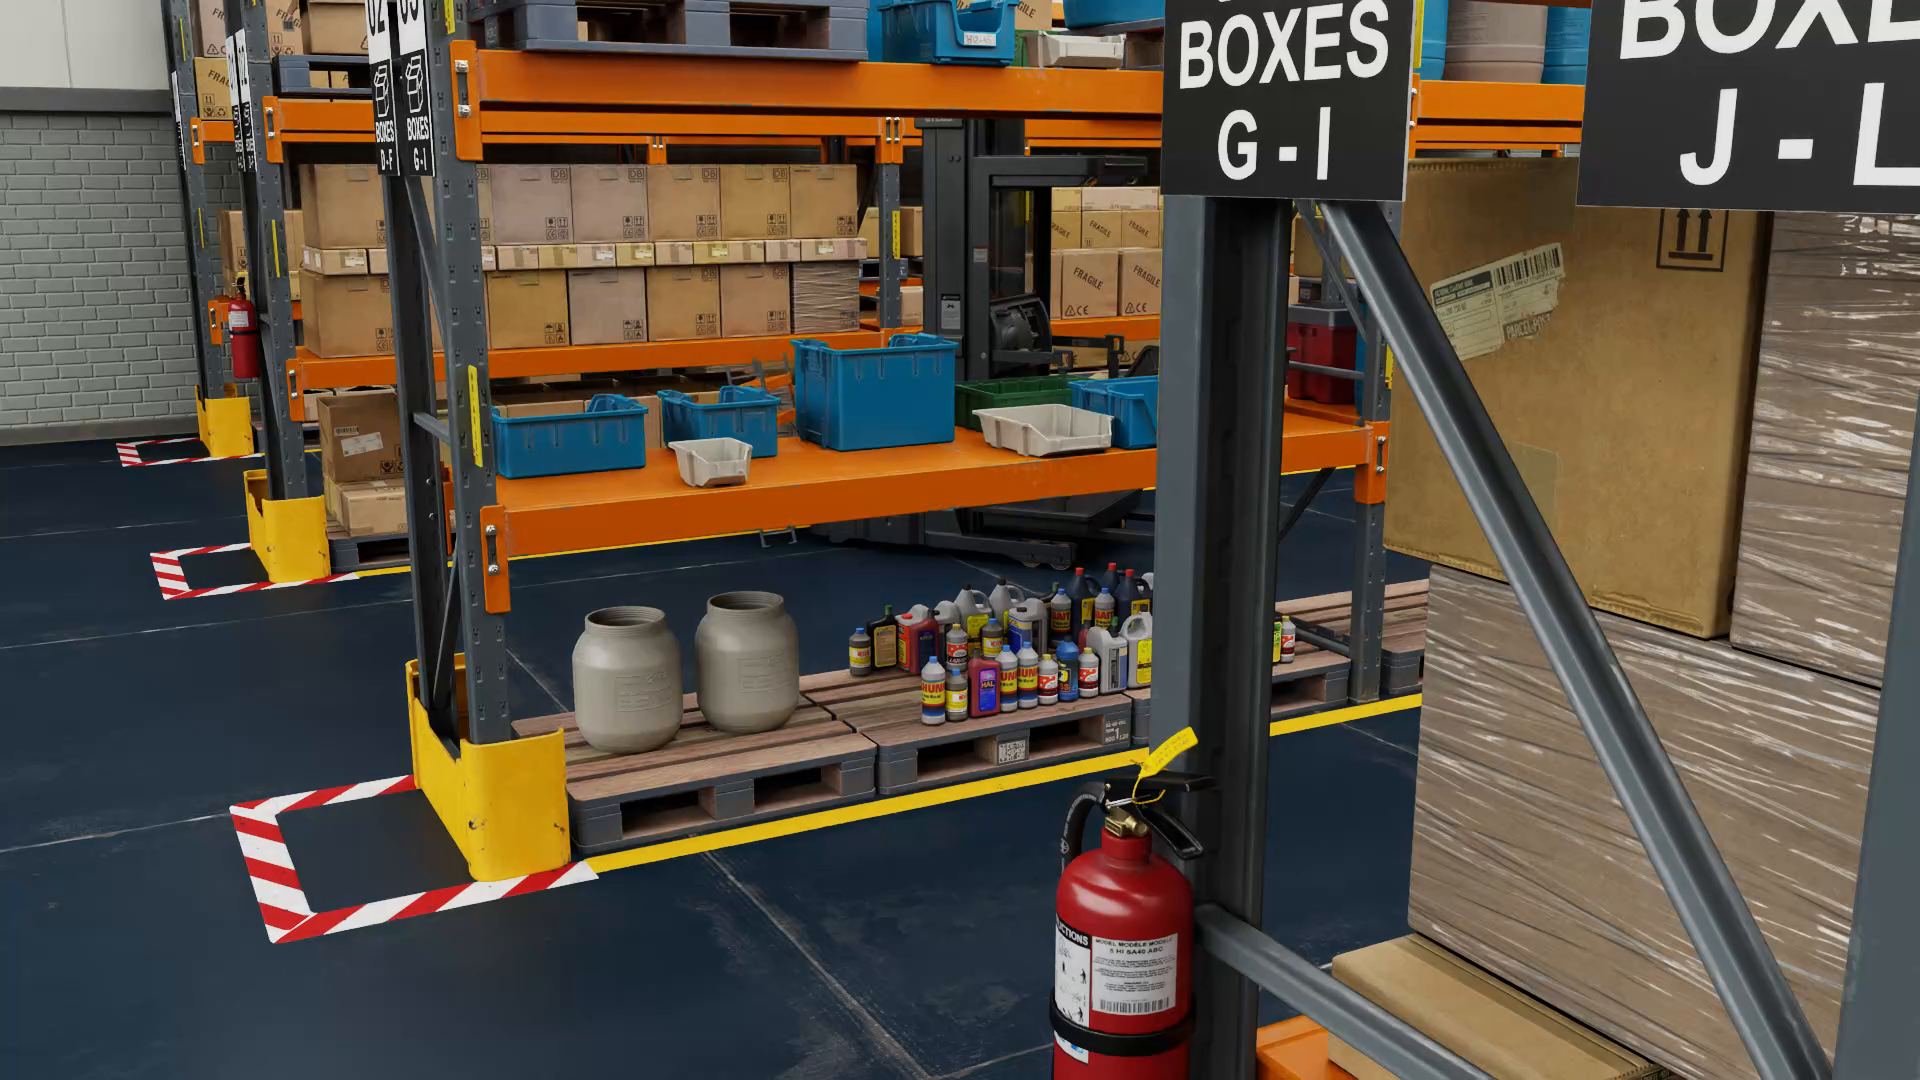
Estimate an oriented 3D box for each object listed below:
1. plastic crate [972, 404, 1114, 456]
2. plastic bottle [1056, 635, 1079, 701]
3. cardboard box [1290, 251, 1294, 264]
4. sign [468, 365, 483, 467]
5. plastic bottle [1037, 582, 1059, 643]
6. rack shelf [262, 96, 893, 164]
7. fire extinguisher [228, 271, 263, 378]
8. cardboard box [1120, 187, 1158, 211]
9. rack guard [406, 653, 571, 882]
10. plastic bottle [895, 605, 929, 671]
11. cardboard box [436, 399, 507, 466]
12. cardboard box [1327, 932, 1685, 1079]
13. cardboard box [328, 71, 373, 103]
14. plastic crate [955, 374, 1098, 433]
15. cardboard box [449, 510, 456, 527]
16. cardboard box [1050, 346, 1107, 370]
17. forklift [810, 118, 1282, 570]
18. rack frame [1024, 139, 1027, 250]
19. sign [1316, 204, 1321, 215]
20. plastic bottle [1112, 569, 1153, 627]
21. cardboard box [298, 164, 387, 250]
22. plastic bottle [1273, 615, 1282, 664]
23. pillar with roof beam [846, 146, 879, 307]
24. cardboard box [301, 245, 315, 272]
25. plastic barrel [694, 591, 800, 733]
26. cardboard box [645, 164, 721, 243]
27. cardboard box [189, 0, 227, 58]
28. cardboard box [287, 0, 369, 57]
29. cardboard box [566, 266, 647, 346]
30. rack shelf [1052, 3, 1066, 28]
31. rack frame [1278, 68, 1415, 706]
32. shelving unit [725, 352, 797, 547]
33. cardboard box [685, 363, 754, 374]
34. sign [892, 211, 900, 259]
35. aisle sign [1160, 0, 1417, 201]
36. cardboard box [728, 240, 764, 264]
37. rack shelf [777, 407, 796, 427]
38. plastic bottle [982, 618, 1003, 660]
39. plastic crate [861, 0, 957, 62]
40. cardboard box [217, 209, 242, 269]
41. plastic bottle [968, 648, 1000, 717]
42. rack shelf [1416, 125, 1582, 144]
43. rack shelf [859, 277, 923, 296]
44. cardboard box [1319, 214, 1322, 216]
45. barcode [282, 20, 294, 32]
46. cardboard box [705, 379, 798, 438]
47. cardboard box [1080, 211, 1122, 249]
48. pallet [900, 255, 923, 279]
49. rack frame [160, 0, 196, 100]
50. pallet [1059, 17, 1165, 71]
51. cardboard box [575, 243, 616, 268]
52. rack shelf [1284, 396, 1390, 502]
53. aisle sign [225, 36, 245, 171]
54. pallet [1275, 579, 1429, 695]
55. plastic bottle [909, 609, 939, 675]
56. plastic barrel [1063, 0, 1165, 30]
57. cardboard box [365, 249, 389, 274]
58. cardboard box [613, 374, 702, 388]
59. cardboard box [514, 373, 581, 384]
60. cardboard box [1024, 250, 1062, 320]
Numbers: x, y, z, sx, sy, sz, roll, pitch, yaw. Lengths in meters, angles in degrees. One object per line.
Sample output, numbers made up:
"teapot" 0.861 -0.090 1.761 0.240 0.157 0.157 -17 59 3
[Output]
"plastic crate" 0.358 -0.450 6.879 0.437 0.136 0.530 -7 14 -28
"plastic bottle" 0.458 0.540 7.090 0.097 0.271 0.097 0 13 0
"cardboard box" 3.776 -3.347 19.674 0.250 0.149 0.380 -7 14 -27
"sign" -1.589 -0.406 5.452 0.005 0.325 0.100 -7 14 -28
"plastic bottle" 0.424 0.346 7.924 0.133 0.283 0.061 -6 14 -25
"rack shelf" -2.464 -2.656 10.884 4.000 0.370 1.077 -7 14 -28
"fire extinguisher" -4.546 -1.372 10.550 0.183 0.674 0.296 -7 14 -28
"cardboard box" 1.856 -3.806 18.531 0.500 0.250 0.500 -7 14 -27
"rack guard" -1.805 0.825 6.306 0.348 0.500 1.175 -7 14 -28
"plastic bottle" -0.213 0.437 7.535 0.135 0.276 0.152 -7 14 -27
"cardboard box" -3.204 -0.629 10.668 0.500 0.500 0.500 -7 14 -28
"cardboard box" 0.675 0.630 2.052 0.250 0.149 0.380 -7 14 -28
"cardboard box" -5.240 -3.901 14.506 0.500 0.500 0.500 -6 14 -25
"plastic crate" 0.335 -0.607 7.456 0.662 0.188 0.450 -7 14 -28
"cardboard box" -3.205 -0.263 10.752 0.500 0.250 0.500 -7 14 -28
"cardboard box" 1.134 -2.337 18.601 0.750 0.750 0.750 -7 14 -29
"forklift" 0.574 -1.375 10.545 3.031 2.935 1.130 5 14 23
"rack frame" 0.426 -3.129 18.179 0.127 3.000 1.000 -7 14 -28
"sign" 4.205 -3.972 19.470 0.005 0.325 0.100 -7 14 -28
"plastic bottle" 0.824 0.312 7.923 0.185 0.351 0.144 -7 14 -28
"cardboard box" -3.757 -2.067 10.278 0.500 0.500 0.700 -7 14 -28
"plastic bottle" 1.398 0.426 7.568 0.133 0.283 0.061 -6 14 -25
"pillar with roof beam" 0.933 -5.256 13.967 0.400 9.000 9.100 -7 14 -28
"cardboard box" -3.975 -1.775 10.459 0.250 0.149 0.380 -7 15 -29
"plastic barrel" -0.868 0.494 6.790 0.421 0.512 0.421 0 13 0
"cardboard box" -1.978 -2.281 11.232 0.500 0.500 0.700 -7 14 -28
"cardboard box" -6.142 -4.290 13.959 0.500 0.500 0.500 -8 15 -32
"cardboard box" -3.713 -3.179 10.062 0.637 0.503 0.797 -6 14 -24
"cardboard box" -2.446 -1.592 11.122 0.500 0.500 0.700 -6 14 -26
"rack shelf" 2.181 -5.720 18.578 4.000 0.370 1.077 -7 14 -28
"rack frame" 1.662 -0.799 7.826 0.127 3.000 1.000 -7 14 -28
"shelving unit" -1.225 -0.601 10.975 0.258 1.200 0.503 -8 10 15
"cardboard box" -2.447 -1.784 16.894 0.500 0.500 0.700 -6 14 -26
"sign" -0.441 -2.108 11.491 0.005 0.325 0.100 -7 14 -28
"aisle sign" 0.326 -0.743 1.657 0.004 0.787 0.394 -7 14 -28
"cardboard box" -1.521 -1.967 11.314 0.250 0.149 0.380 -7 14 -28
"rack shelf" -1.253 -0.753 10.948 0.258 0.148 0.480 -8 10 15
"plastic bottle" 0.149 0.460 7.606 0.097 0.201 0.097 0 13 0
"plastic crate" -0.320 -2.092 6.778 0.575 0.384 0.392 -7 14 -28
"cardboard box" -6.284 -2.680 14.774 0.500 0.500 0.500 -7 14 -28
"plastic bottle" 0.099 0.582 6.877 0.133 0.283 0.061 -7 14 -27
"rack shelf" 4.558 -3.497 14.624 4.000 0.370 1.077 -7 14 -28
"rack shelf" -1.330 -2.567 17.323 4.000 0.370 1.077 -7 14 -28
"cardboard box" 4.421 -3.750 20.256 0.700 0.700 0.980 -7 14 -27
"barcode" -4.185 -3.204 10.360 0.075 0.075 0.001 -7 14 -28
"cardboard box" -1.455 -0.842 11.615 0.500 0.500 0.500 -7 14 -28
"cardboard box" 1.439 -3.387 18.378 0.500 0.500 0.500 -6 14 -26
"pallet" -0.149 -2.940 17.776 1.003 0.211 1.213 -7 14 -28
"rack frame" -6.596 -5.214 13.781 0.127 3.000 1.000 -7 14 -28
"pallet" 1.075 -2.075 7.096 1.003 0.211 1.213 -7 14 -28
"cardboard box" -2.422 -1.859 10.834 0.250 0.149 0.380 -7 14 -27
"rack shelf" 3.417 -0.658 8.840 4.000 0.370 1.077 -7 14 -28
"aisle sign" -4.418 -2.651 10.135 0.004 0.787 0.394 -7 14 -28
"pallet" 2.333 0.472 8.532 1.213 0.211 1.003 -7 14 -28
"plastic bottle" -0.161 0.454 7.443 0.133 0.283 0.061 -7 14 -28
"plastic barrel" 0.737 -2.627 7.022 0.708 0.901 0.600 -7 14 -28
"cardboard box" -3.541 -1.726 10.242 0.250 0.149 0.380 -7 15 -29
"cardboard box" -2.143 -0.889 11.826 0.500 0.500 0.500 -7 14 -28
"cardboard box" -3.977 -1.586 16.016 0.500 0.500 0.500 -8 15 -32
"cardboard box" 0.436 -1.935 12.649 0.500 0.500 0.500 -6 14 -24
